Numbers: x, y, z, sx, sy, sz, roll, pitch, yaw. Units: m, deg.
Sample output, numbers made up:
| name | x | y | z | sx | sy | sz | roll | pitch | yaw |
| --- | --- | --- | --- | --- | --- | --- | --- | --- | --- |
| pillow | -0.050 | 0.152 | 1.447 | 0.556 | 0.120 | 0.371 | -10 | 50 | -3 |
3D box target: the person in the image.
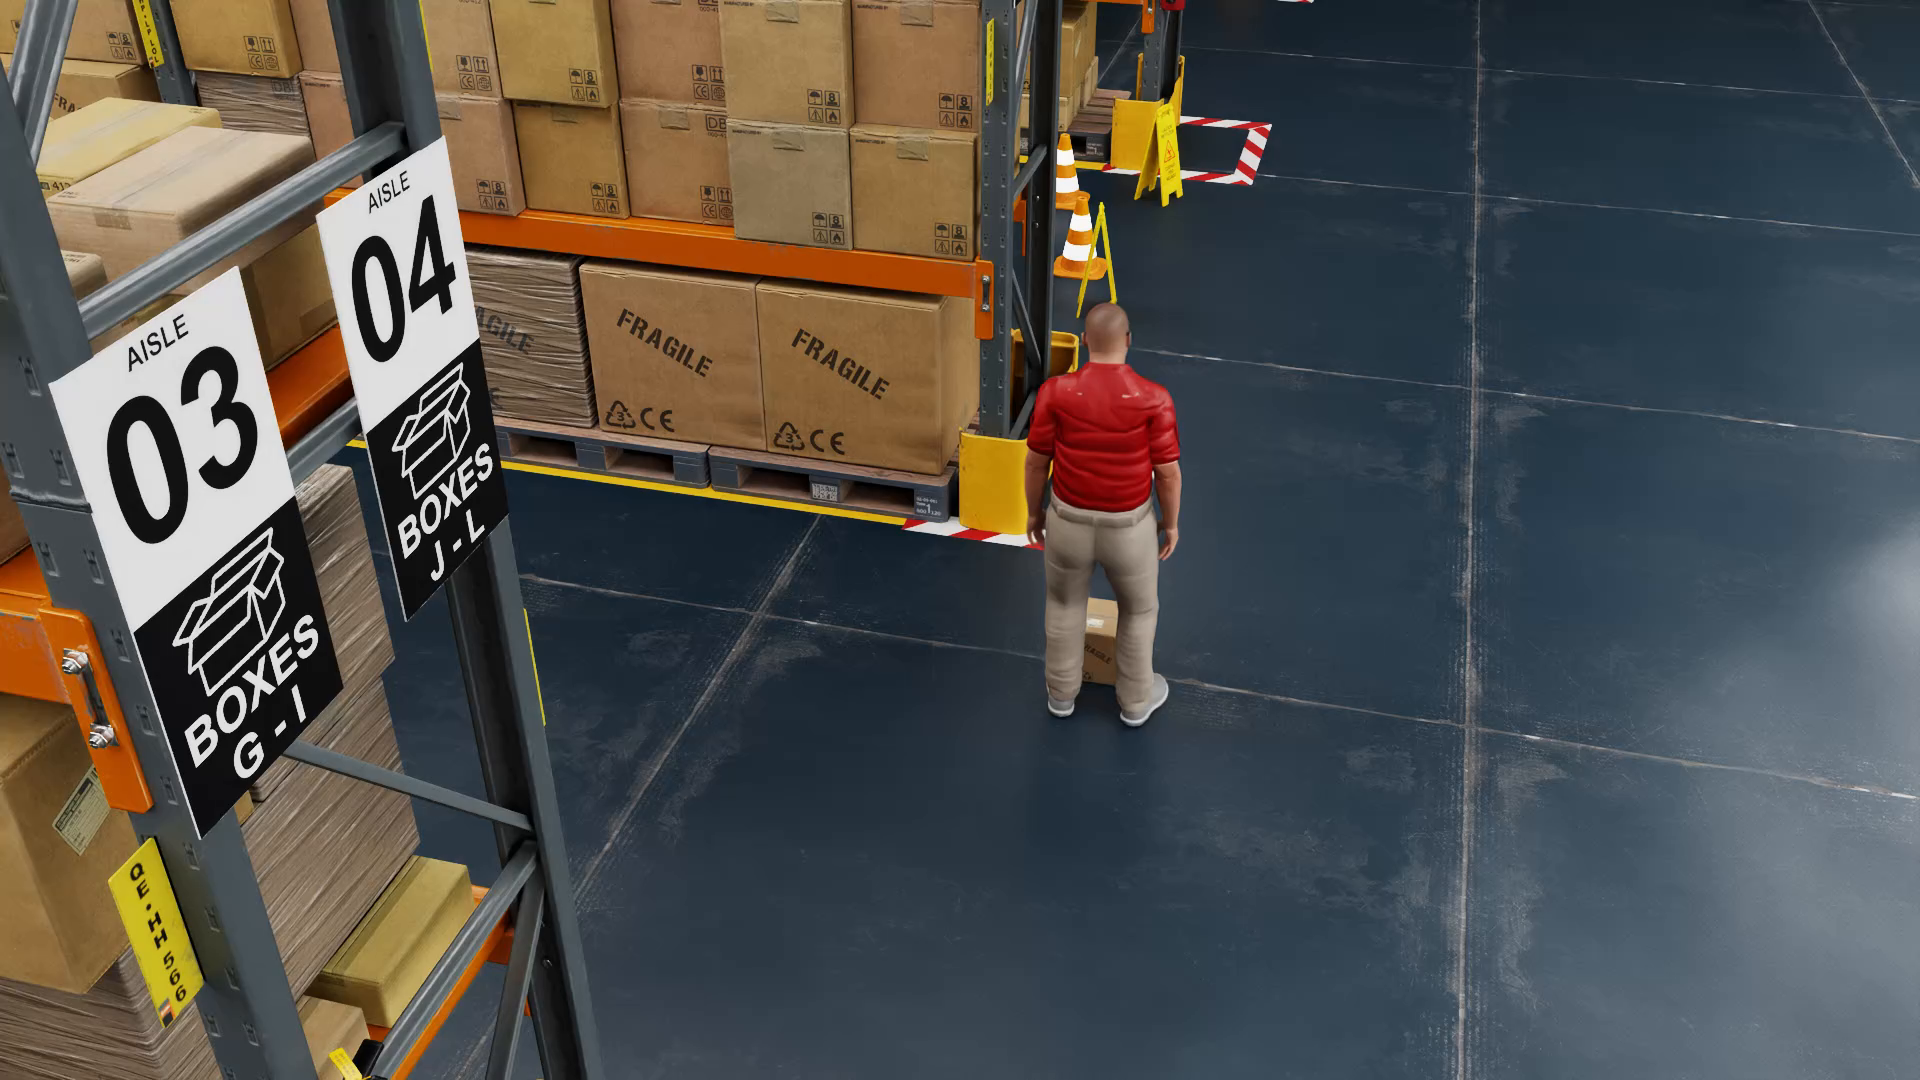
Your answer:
| name | x | y | z | sx | sy | sz | roll | pitch | yaw |
| --- | --- | --- | --- | --- | --- | --- | --- | --- | --- |
| person | 0.539 | 0.006 | 6.303 | 0.579 | 1.551 | 0.392 | 7 | 33 | 10 |
